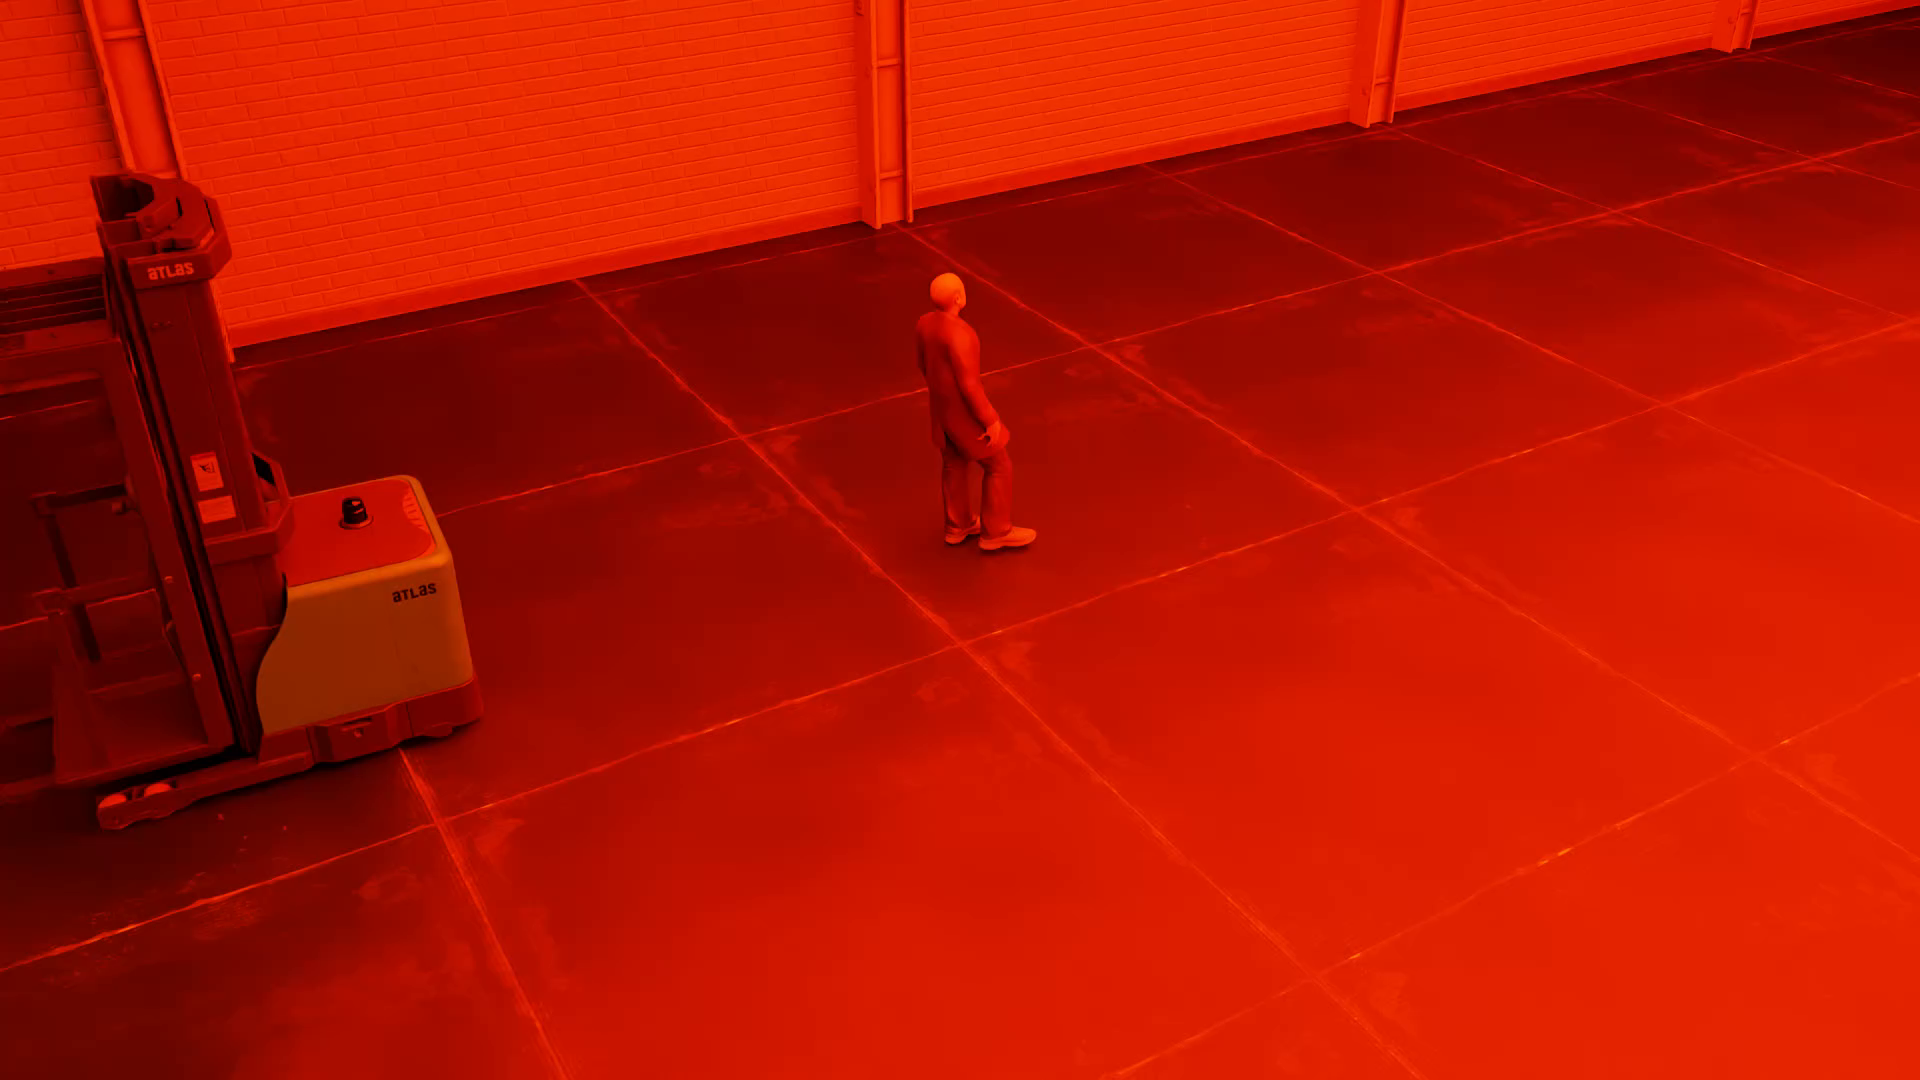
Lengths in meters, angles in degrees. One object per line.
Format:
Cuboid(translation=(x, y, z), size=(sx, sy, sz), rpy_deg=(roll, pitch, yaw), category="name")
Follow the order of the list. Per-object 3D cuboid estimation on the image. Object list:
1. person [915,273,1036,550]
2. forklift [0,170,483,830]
Cuboid(translation=(0.081, -0.791, 10.076), size=(0.583, 1.775, 0.696), rpy_deg=(-17, 35, -26), category="person")
Cuboid(translation=(-4.091, -0.152, 7.901), size=(3.031, 2.935, 1.130), rpy_deg=(-14, 34, -22), category="forklift")
